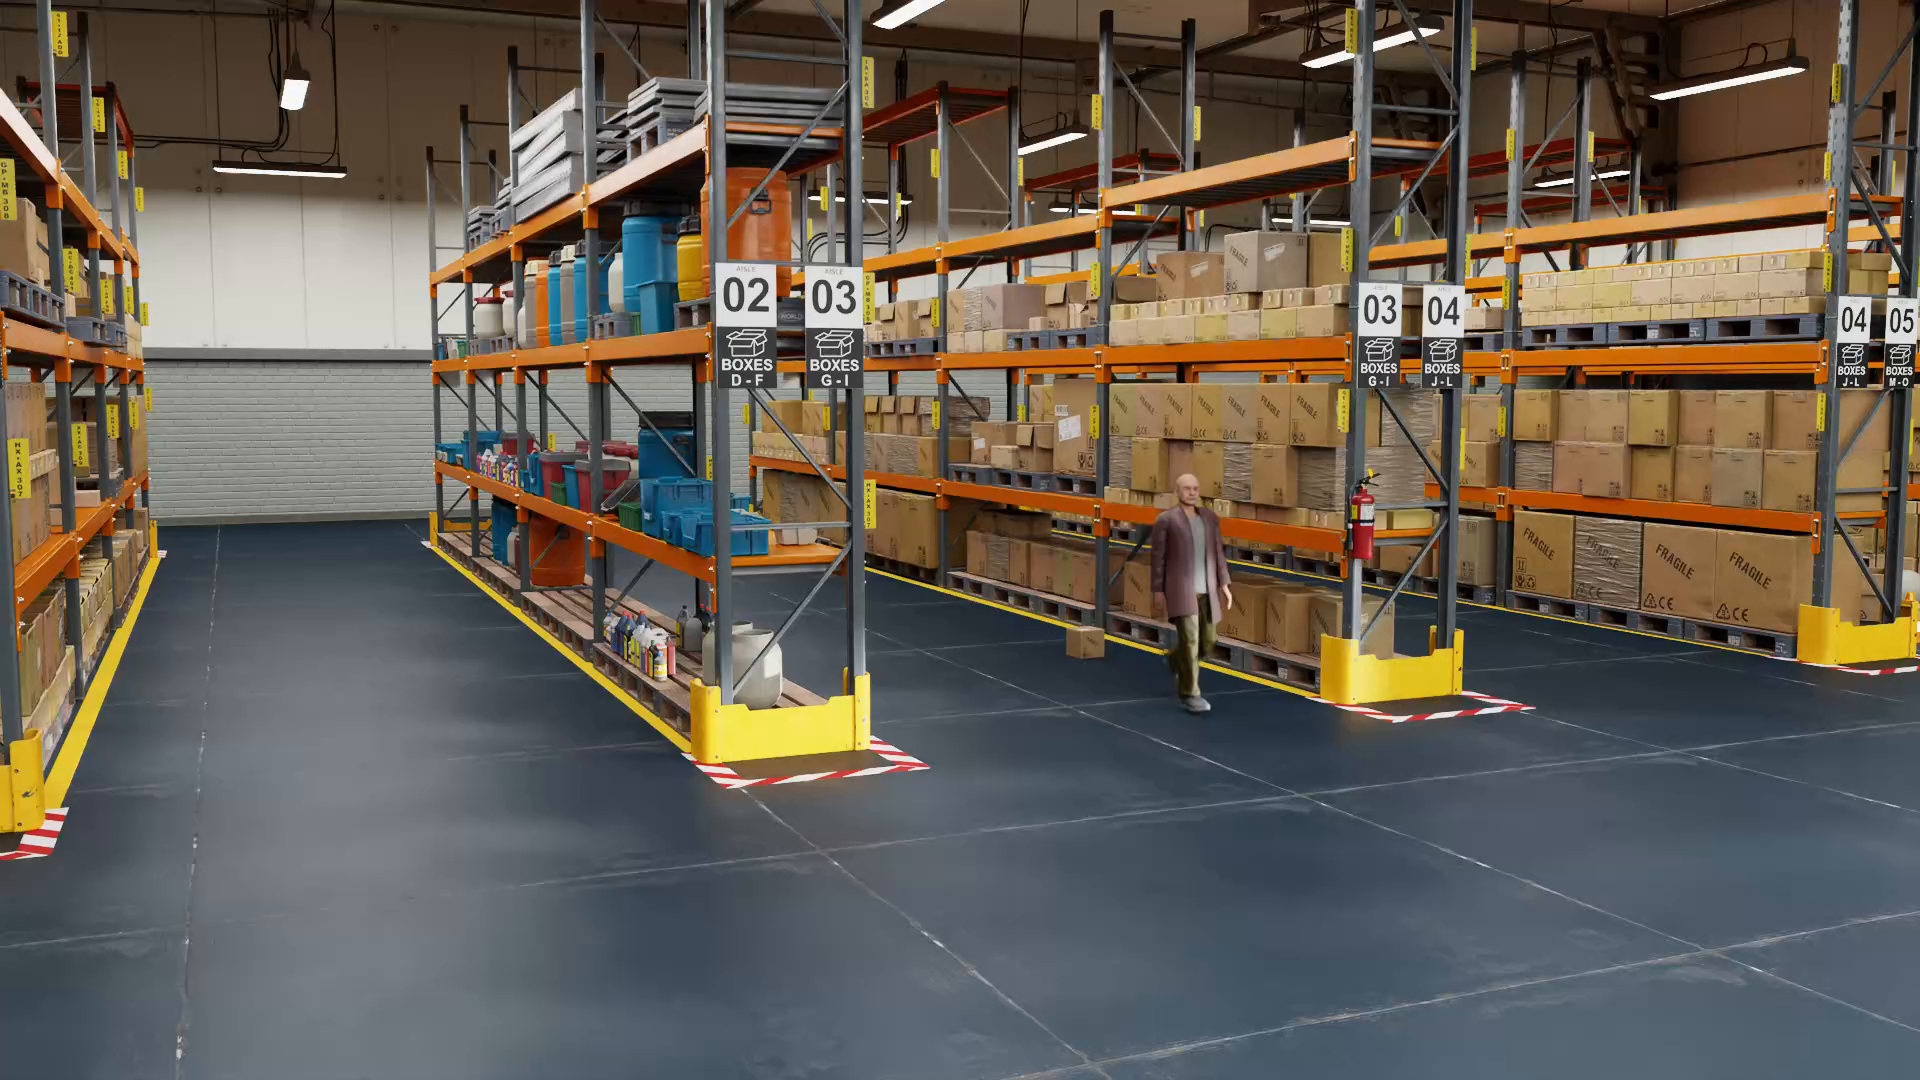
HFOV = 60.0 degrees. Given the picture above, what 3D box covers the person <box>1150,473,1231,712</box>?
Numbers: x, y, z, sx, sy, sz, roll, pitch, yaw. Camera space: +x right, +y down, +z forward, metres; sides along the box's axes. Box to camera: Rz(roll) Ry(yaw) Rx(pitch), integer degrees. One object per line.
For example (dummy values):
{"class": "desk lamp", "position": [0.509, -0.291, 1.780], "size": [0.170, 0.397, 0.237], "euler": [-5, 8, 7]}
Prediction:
{"class": "person", "position": [1.742, 0.370, 12.585], "size": [0.590, 1.747, 0.944], "euler": [-2, 6, -22]}
